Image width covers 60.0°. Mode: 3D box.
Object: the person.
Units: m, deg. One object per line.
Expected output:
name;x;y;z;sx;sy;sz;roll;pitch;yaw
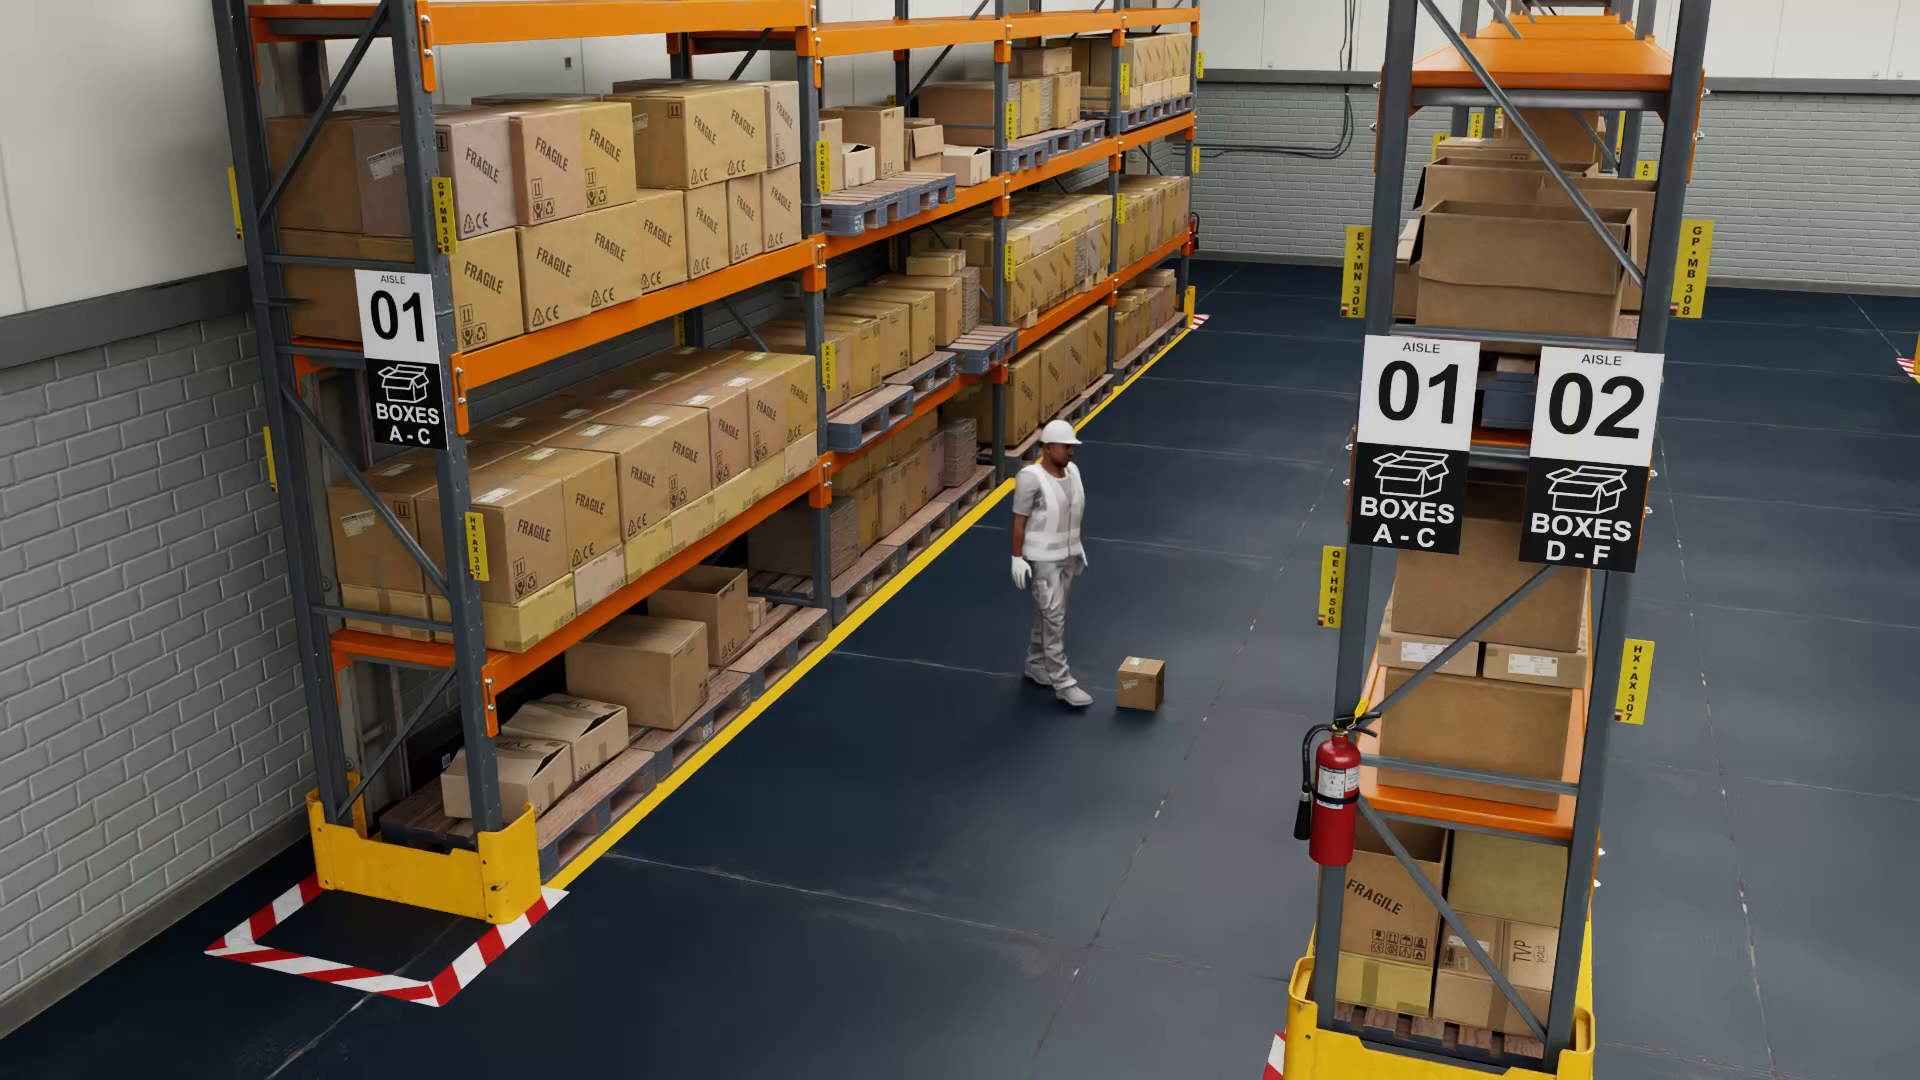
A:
person;0.686;0.133;10.604;0.713;1.768;0.591;17;25;42
